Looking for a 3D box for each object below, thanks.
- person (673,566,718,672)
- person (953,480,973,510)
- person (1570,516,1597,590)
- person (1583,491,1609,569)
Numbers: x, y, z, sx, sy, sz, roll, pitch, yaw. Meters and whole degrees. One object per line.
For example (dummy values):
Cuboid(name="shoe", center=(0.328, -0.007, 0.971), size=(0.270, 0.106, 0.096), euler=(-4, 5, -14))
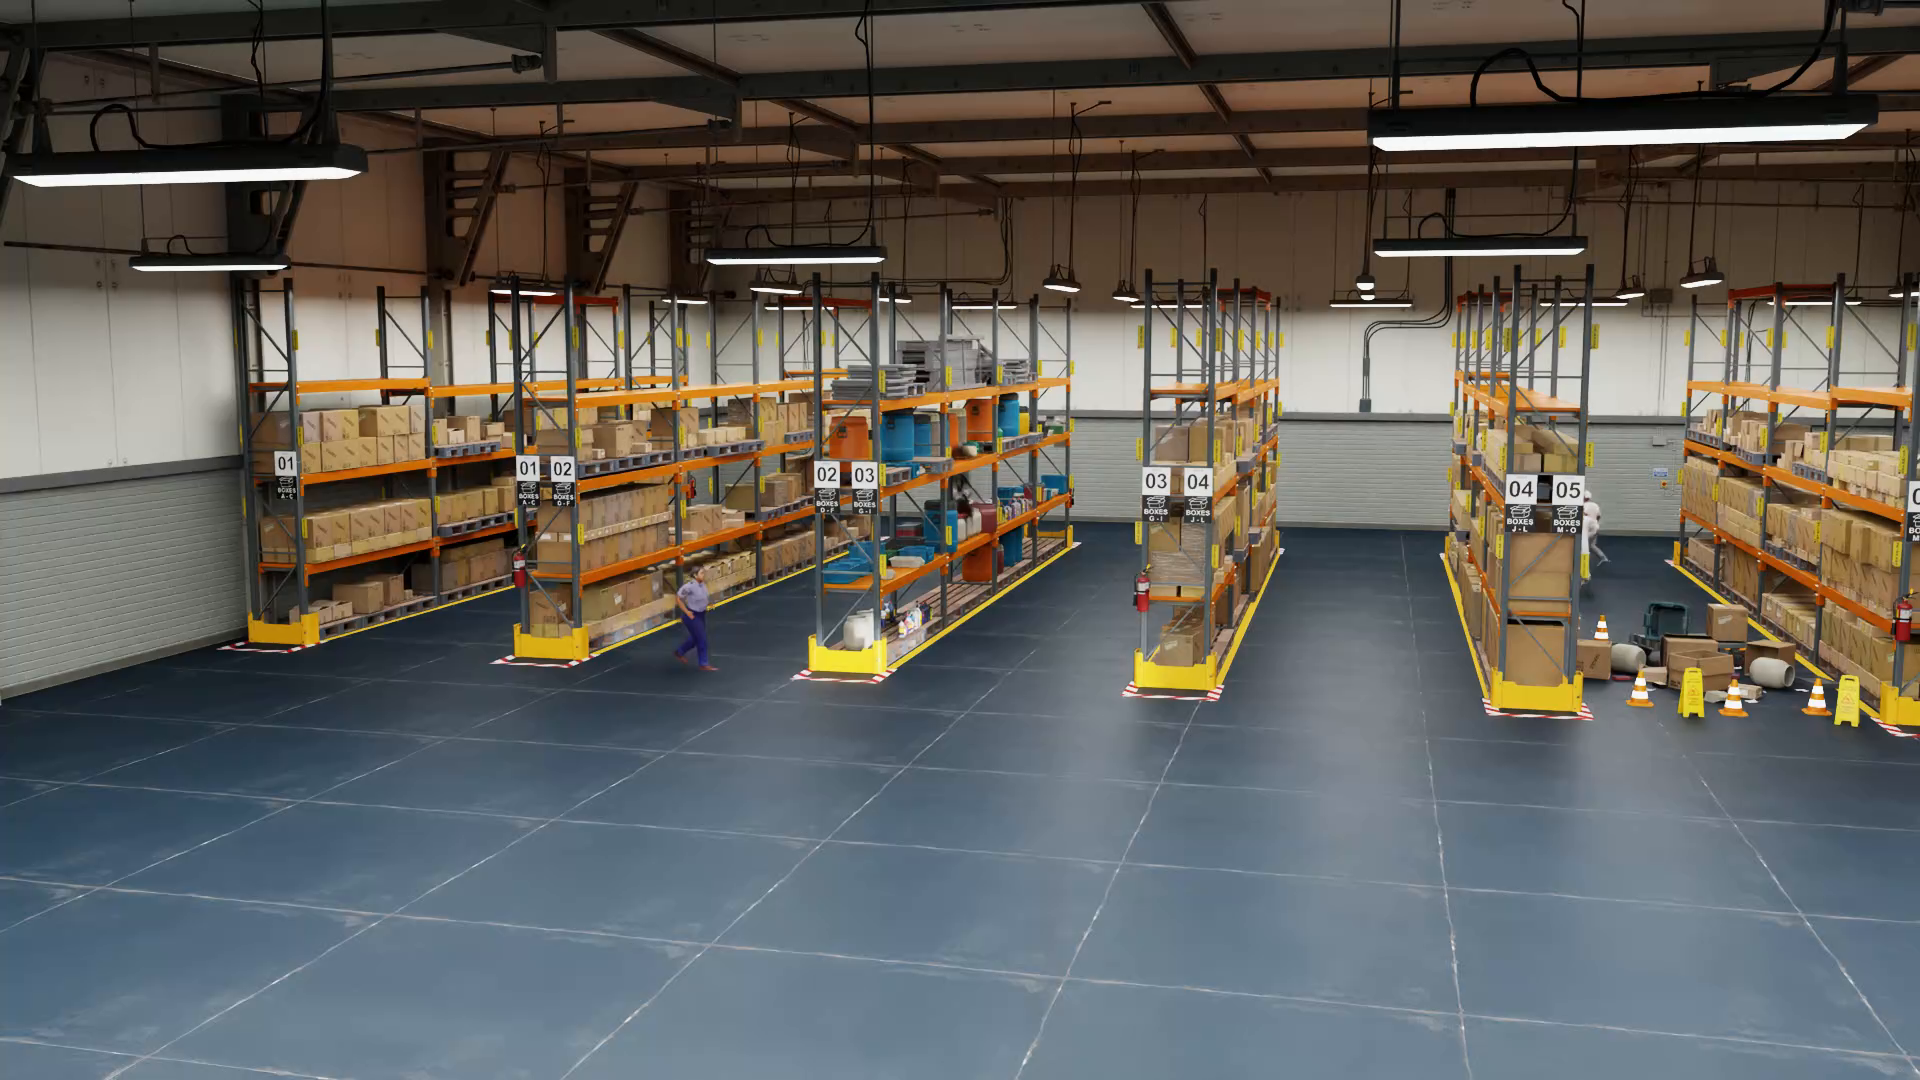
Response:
Cuboid(name="person", center=(-4.099, 1.181, 25.205), size=(0.823, 1.622, 0.624), euler=(3, 8, 27))
Cuboid(name="person", center=(0.010, -0.665, 40.637), size=(0.618, 1.641, 0.709), euler=(1, 7, 7))
Cuboid(name="person", center=(12.453, 0.150, 33.387), size=(0.711, 1.732, 0.855), euler=(0, 7, 3))
Cuboid(name="person", center=(13.813, -0.204, 36.353), size=(0.697, 1.724, 0.873), euler=(-3, 7, -24))
